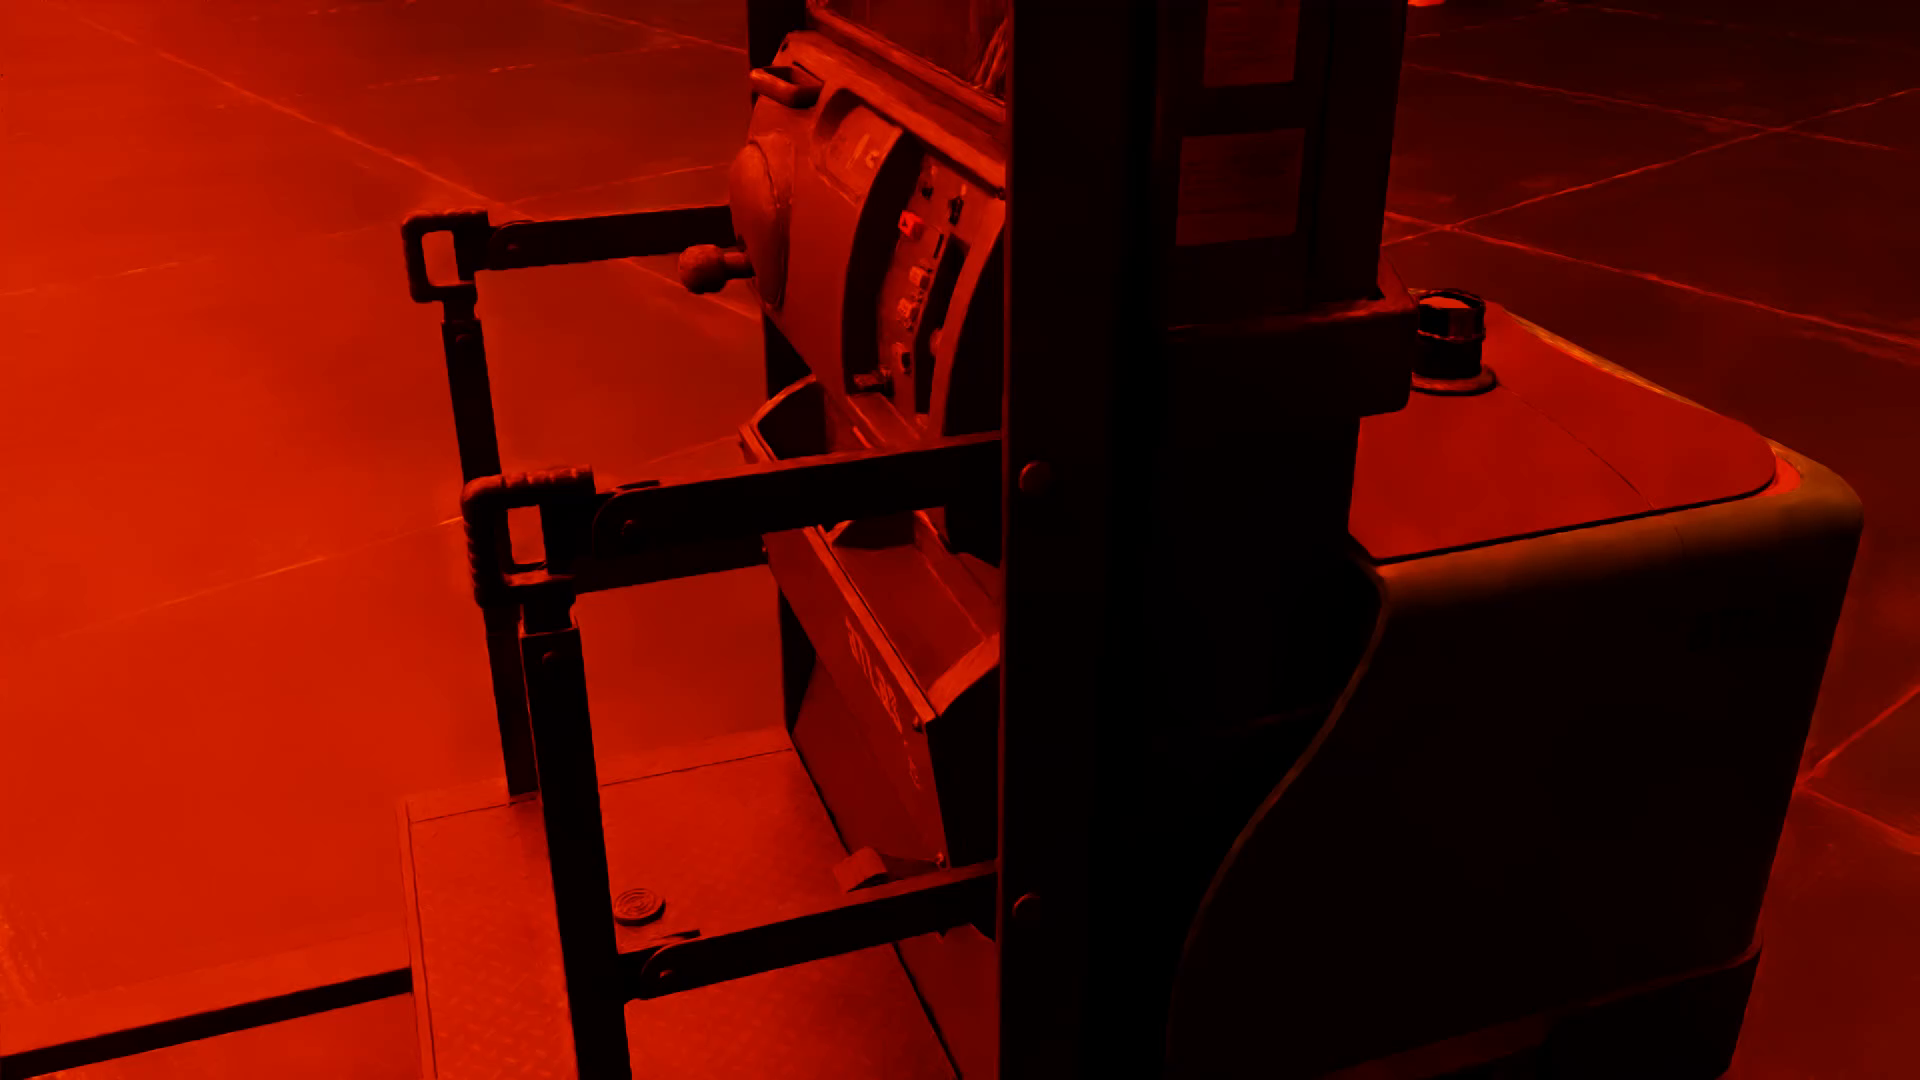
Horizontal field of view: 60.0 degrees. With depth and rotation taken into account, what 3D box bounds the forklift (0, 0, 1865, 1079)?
[{"bbox_3d":[-0.324,-0.401,2.011,3.031,2.935,1.130,-9,28,-18],"label":"forklift"}]
